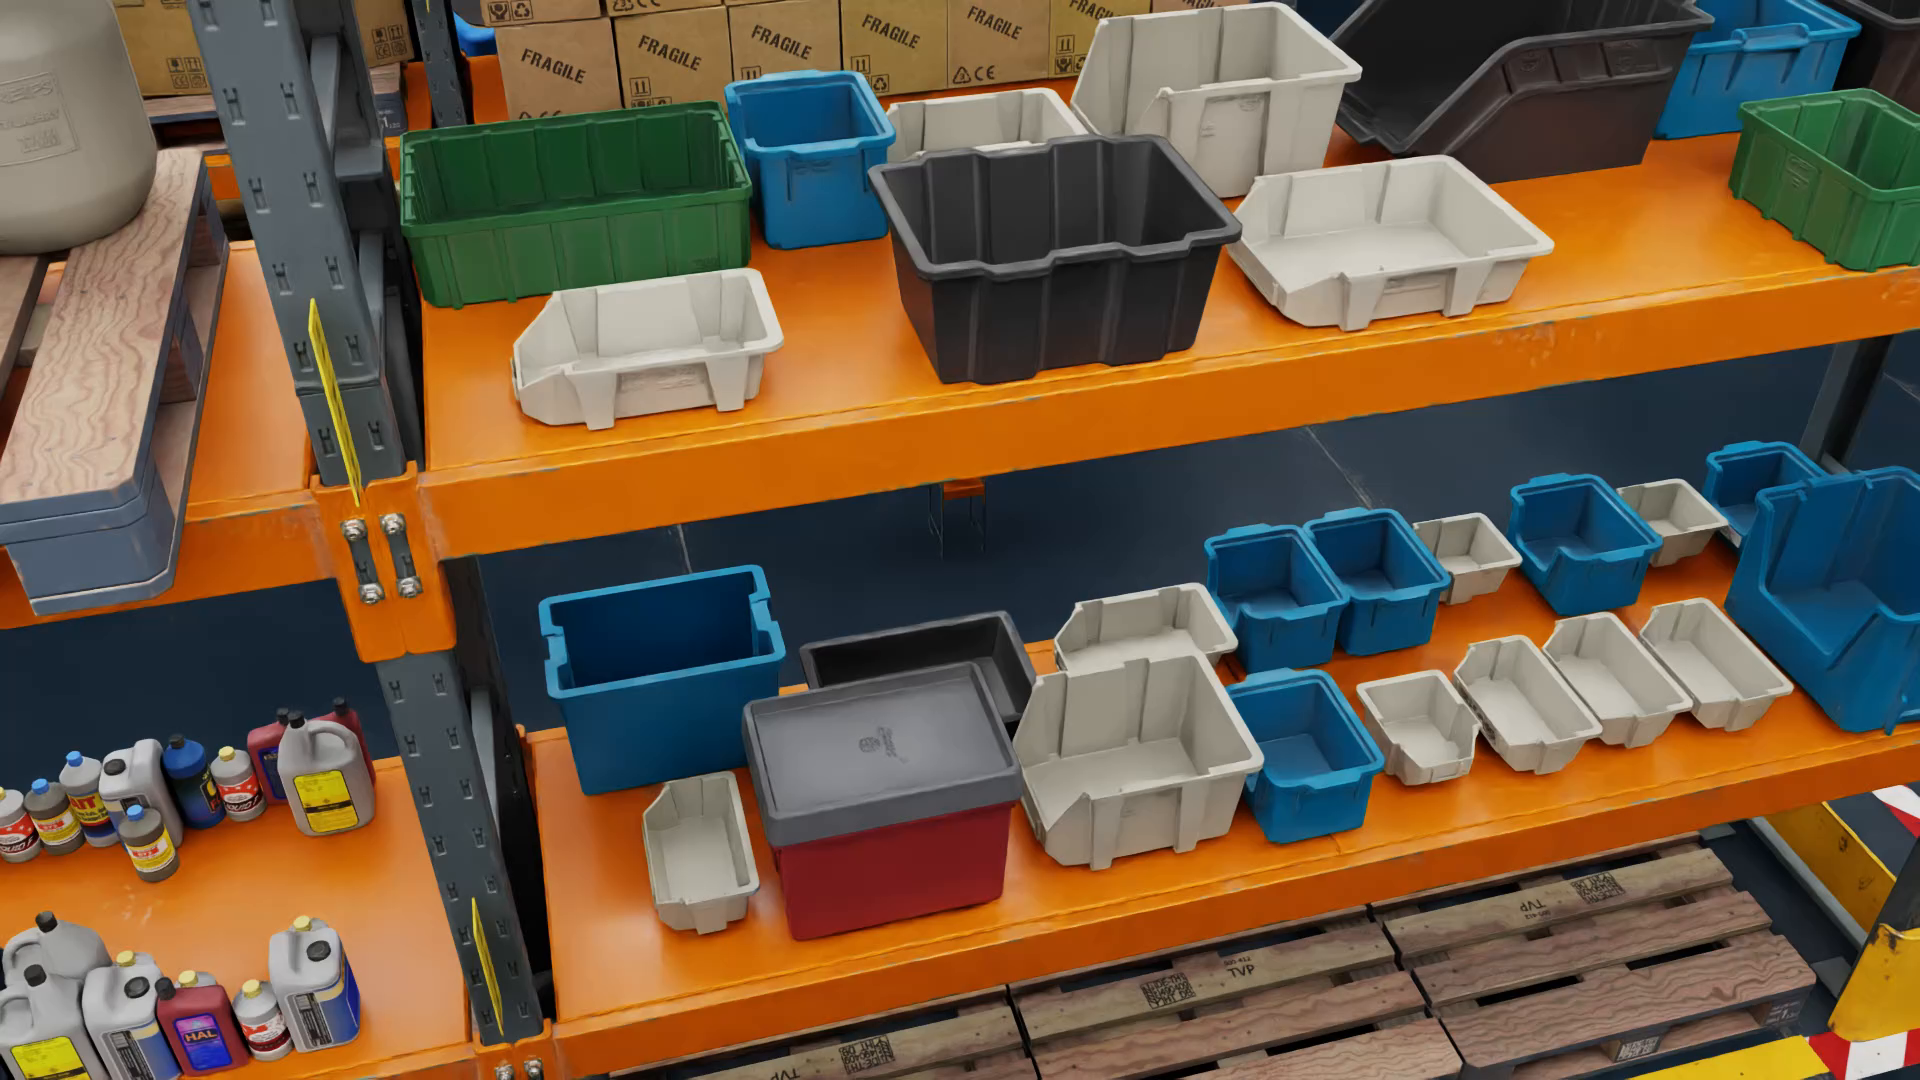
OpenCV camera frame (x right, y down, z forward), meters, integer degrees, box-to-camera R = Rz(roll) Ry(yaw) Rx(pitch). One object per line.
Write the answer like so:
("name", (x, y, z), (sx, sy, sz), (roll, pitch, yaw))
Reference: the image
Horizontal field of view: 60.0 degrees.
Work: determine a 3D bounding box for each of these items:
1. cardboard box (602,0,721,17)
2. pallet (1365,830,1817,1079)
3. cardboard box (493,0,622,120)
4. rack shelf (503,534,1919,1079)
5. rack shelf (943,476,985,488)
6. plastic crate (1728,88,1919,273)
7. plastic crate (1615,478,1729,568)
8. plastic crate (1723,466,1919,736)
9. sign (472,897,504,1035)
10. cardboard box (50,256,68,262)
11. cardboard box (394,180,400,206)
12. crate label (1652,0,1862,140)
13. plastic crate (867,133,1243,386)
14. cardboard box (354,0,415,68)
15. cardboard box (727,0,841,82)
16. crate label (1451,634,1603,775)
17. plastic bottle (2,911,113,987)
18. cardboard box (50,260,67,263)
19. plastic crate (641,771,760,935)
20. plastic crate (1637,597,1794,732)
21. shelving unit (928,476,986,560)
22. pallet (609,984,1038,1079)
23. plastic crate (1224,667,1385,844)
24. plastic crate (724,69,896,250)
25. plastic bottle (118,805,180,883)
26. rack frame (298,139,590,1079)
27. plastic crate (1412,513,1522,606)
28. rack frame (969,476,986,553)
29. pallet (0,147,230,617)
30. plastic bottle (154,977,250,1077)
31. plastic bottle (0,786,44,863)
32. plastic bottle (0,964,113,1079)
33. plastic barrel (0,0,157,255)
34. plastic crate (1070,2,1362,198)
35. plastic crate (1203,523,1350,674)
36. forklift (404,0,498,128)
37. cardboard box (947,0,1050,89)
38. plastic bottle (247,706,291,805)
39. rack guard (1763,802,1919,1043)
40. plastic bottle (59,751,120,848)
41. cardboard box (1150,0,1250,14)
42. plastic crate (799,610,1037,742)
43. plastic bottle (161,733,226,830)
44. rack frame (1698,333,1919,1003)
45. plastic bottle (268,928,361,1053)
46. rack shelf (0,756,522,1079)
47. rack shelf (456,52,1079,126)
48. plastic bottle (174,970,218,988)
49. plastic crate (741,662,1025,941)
("cardboard box", (-1.370, -2.671, 7.368), (0.500, 0.500, 0.500), (-10, 39, -13))
("pallet", (1.947, 1.245, 5.449), (1.213, 0.211, 1.003), (-9, 38, -12))
("cardboard box", (-1.833, -2.203, 7.579), (0.500, 0.500, 0.500), (-8, 38, -11))
("rack shelf", (0.822, 0.632, 4.547), (4.000, 0.370, 1.077), (-9, 38, -12))
("rack shelf", (-0.014, -0.344, 6.982), (0.180, 0.103, 0.258), (-9, 38, -12))
("plastic crate", (1.875, -0.754, 3.472), (0.336, 0.188, 0.450), (-9, 38, -12))
("plastic crate", (2.097, -0.041, 5.003), (0.298, 0.136, 0.250), (-9, 38, -12))
("plastic crate", (2.478, 0.154, 4.501), (0.499, 0.435, 0.616), (-9, 38, -12))
("sign", (-0.967, 0.876, 3.408), (0.005, 0.325, 0.100), (-9, 38, -12))
("cardboard box", (-4.412, -1.245, 8.105), (0.500, 0.500, 0.500), (-11, 39, -14))
("cardboard box", (-2.927, -1.491, 8.426), (0.500, 0.500, 0.500), (-11, 39, -14))
("crate label", (1.778, -1.146, 3.933), (0.502, 0.251, 0.408), (-9, 38, -12))
("plastic crate", (0.162, -0.512, 3.089), (0.590, 0.269, 0.497), (-9, 38, -12))
("cardboard box", (-2.912, -2.505, 7.629), (0.500, 0.500, 0.700), (-23, 43, -27))
("cardboard box", (-0.856, -2.364, 7.790), (0.500, 0.500, 0.500), (-10, 38, -12))
("crate label", (1.467, 0.442, 4.371), (0.243, 0.136, 0.396), (-9, 38, -12))
("plastic bottle", (-1.948, 0.936, 3.598), (0.185, 0.351, 0.144), (-9, 38, -12))
("cardboard box", (-4.252, -0.944, 7.710), (0.500, 0.500, 0.500), (-11, 39, -13))
("plastic crate", (-0.622, 0.754, 3.963), (0.243, 0.136, 0.396), (-9, 38, -12))
("plastic crate", (2.013, 0.346, 4.497), (0.243, 0.136, 0.396), (-9, 38, -12))
("shelving unit", (-0.014, -0.474, 6.882), (0.189, 1.200, 0.258), (-9, 38, -12))
("pallet", (-0.409, 1.632, 4.943), (1.213, 0.211, 1.003), (-9, 38, -12))
("plastic crate", (0.837, 0.548, 4.153), (0.300, 0.233, 0.416), (-9, 38, -12))
("plastic crate", (-0.313, -0.793, 3.487), (0.300, 0.233, 0.416), (-9, 38, -12))
("plastic bottle", (-1.958, 0.720, 4.003), (0.097, 0.201, 0.097), (0, 37, 0))
("rack frame", (-1.109, 0.663, 3.914), (0.127, 3.000, 1.000), (-9, 38, -12))
("plastic crate", (1.443, 0.066, 4.862), (0.298, 0.136, 0.250), (-9, 38, -12))
("rack frame", (0.074, -0.489, 6.901), (0.006, 1.200, 0.240), (-9, 38, -12))
("pallet", (-1.840, -0.272, 2.823), (1.003, 0.211, 1.213), (-9, 38, -12))
("plastic bottle", (-1.616, 1.025, 3.537), (0.133, 0.283, 0.061), (-9, 38, -12))
("plastic bottle", (-2.315, 0.683, 4.052), (0.097, 0.201, 0.097), (0, 37, 0))
("plastic bottle", (-1.911, 1.020, 3.488), (0.185, 0.351, 0.144), (-9, 38, -12))
("plastic barrel", (-1.682, -0.813, 2.917), (0.433, 0.535, 0.433), (0, 37, 0))
("plastic crate", (0.533, -0.945, 3.645), (0.530, 0.282, 0.437), (-9, 38, -12))
("plastic crate", (0.868, 0.174, 4.642), (0.300, 0.233, 0.416), (-9, 38, -12))
("forklift", (-3.077, -3.992, 10.056), (1.130, 2.935, 3.031), (-22, 43, -26))
("cardboard box", (0.121, -2.525, 8.000), (0.500, 0.500, 0.500), (-9, 38, -12))
("plastic bottle", (-1.703, 0.539, 4.173), (0.133, 0.283, 0.061), (-9, 38, -12))
("rack guard", (2.773, 1.011, 5.517), (0.348, 0.500, 1.175), (-9, 38, -12))
("plastic bottle", (-2.127, 0.625, 4.071), (0.097, 0.271, 0.097), (0, 37, 0))
("cardboard box", (1.104, -2.686, 8.210), (0.500, 0.500, 0.500), (-8, 38, -11))
("plastic crate", (-0.098, 0.414, 4.417), (0.590, 0.125, 0.437), (-9, 38, -12))
("plastic bottle", (-1.903, 0.588, 4.119), (0.097, 0.271, 0.097), (0, 37, 0))
("rack frame", (2.753, 0.030, 4.742), (0.127, 3.000, 1.000), (-9, 38, -12))
("plastic bottle", (-1.405, 0.965, 3.622), (0.135, 0.276, 0.152), (-9, 38, -12))
("rack shelf", (-3.040, 1.266, 3.719), (4.000, 0.370, 1.077), (-9, 38, -12))
("rack shelf", (-0.466, -2.274, 8.346), (4.000, 0.370, 1.077), (-9, 38, -12))
("plastic bottle", (-1.654, 1.014, 3.619), (0.097, 0.201, 0.097), (0, 37, 0))
("plastic crate", (-0.181, 0.620, 3.869), (0.583, 0.464, 0.402), (-9, 38, -12))
